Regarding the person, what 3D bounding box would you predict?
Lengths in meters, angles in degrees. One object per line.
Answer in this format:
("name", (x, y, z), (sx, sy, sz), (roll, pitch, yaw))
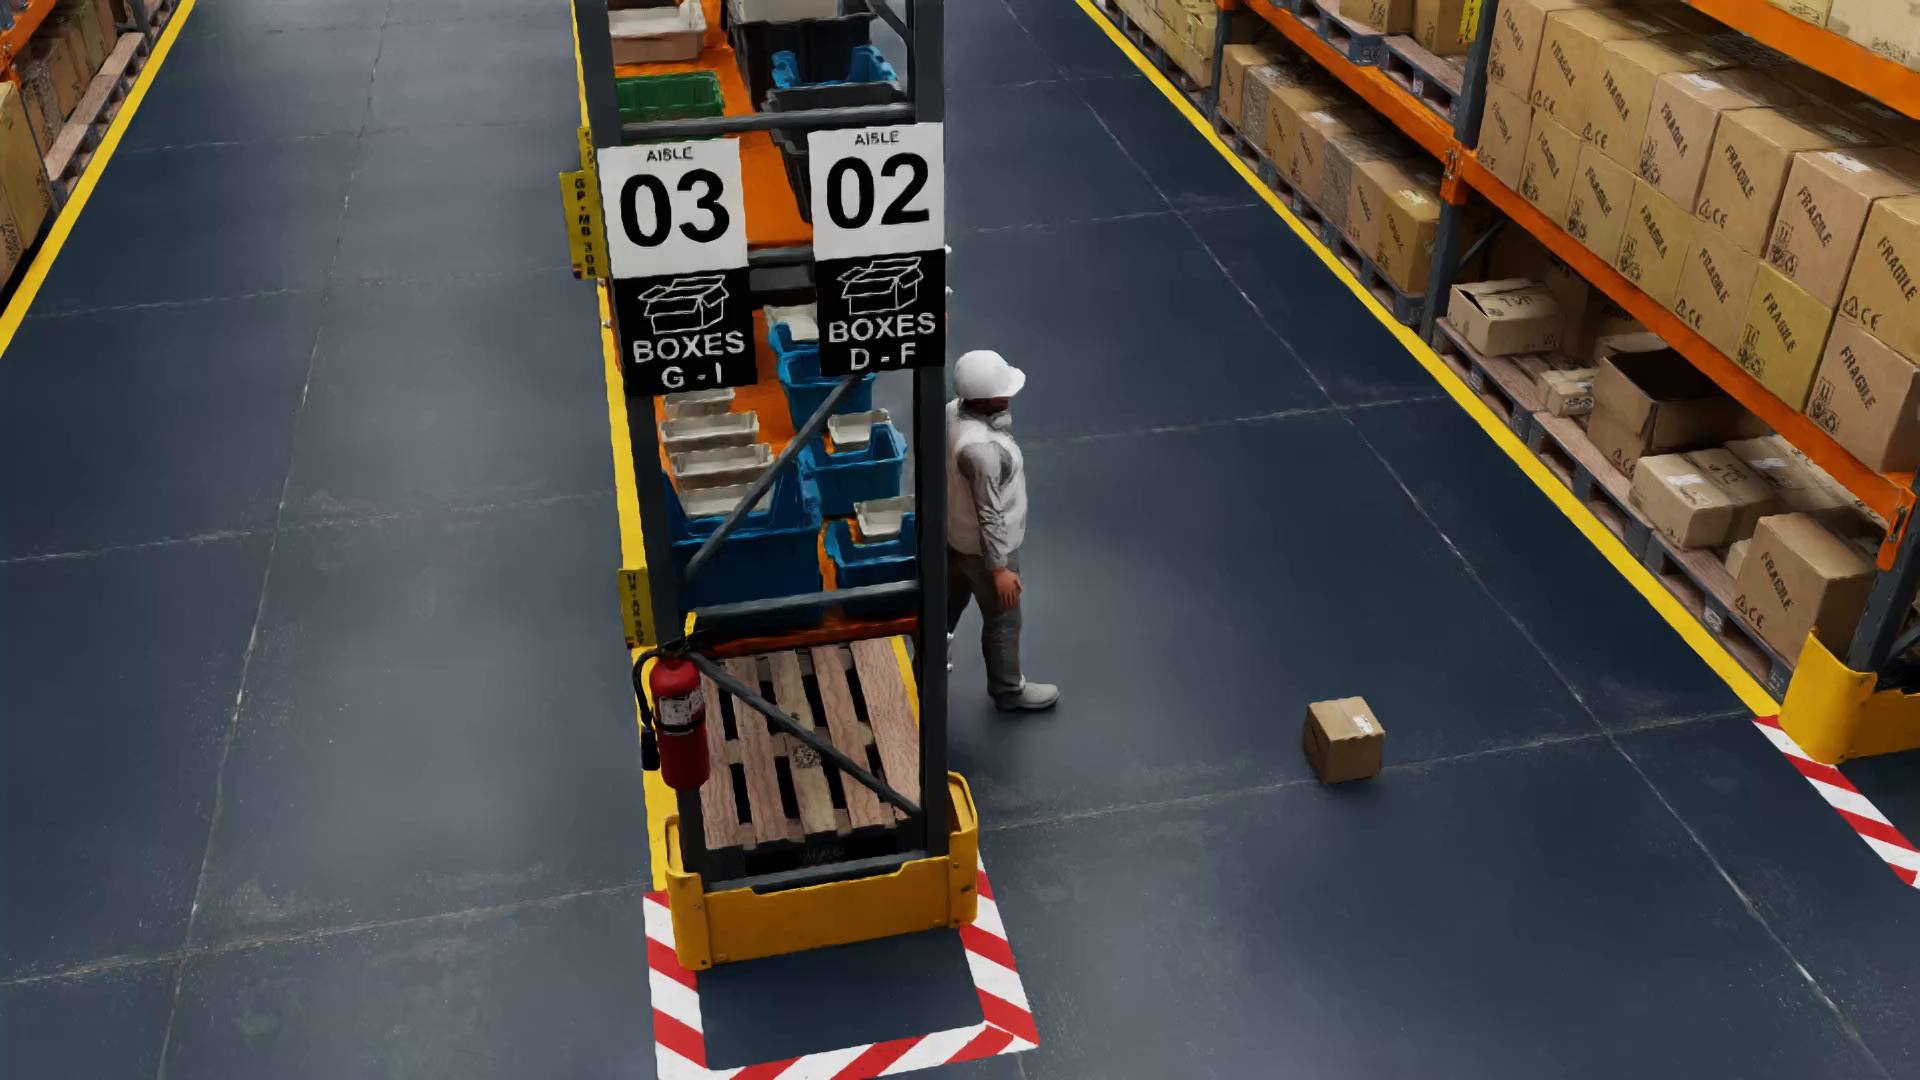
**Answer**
("person", (0.124, -0.016, 7.141), (0.615, 1.774, 0.727), (-10, 35, -14))
